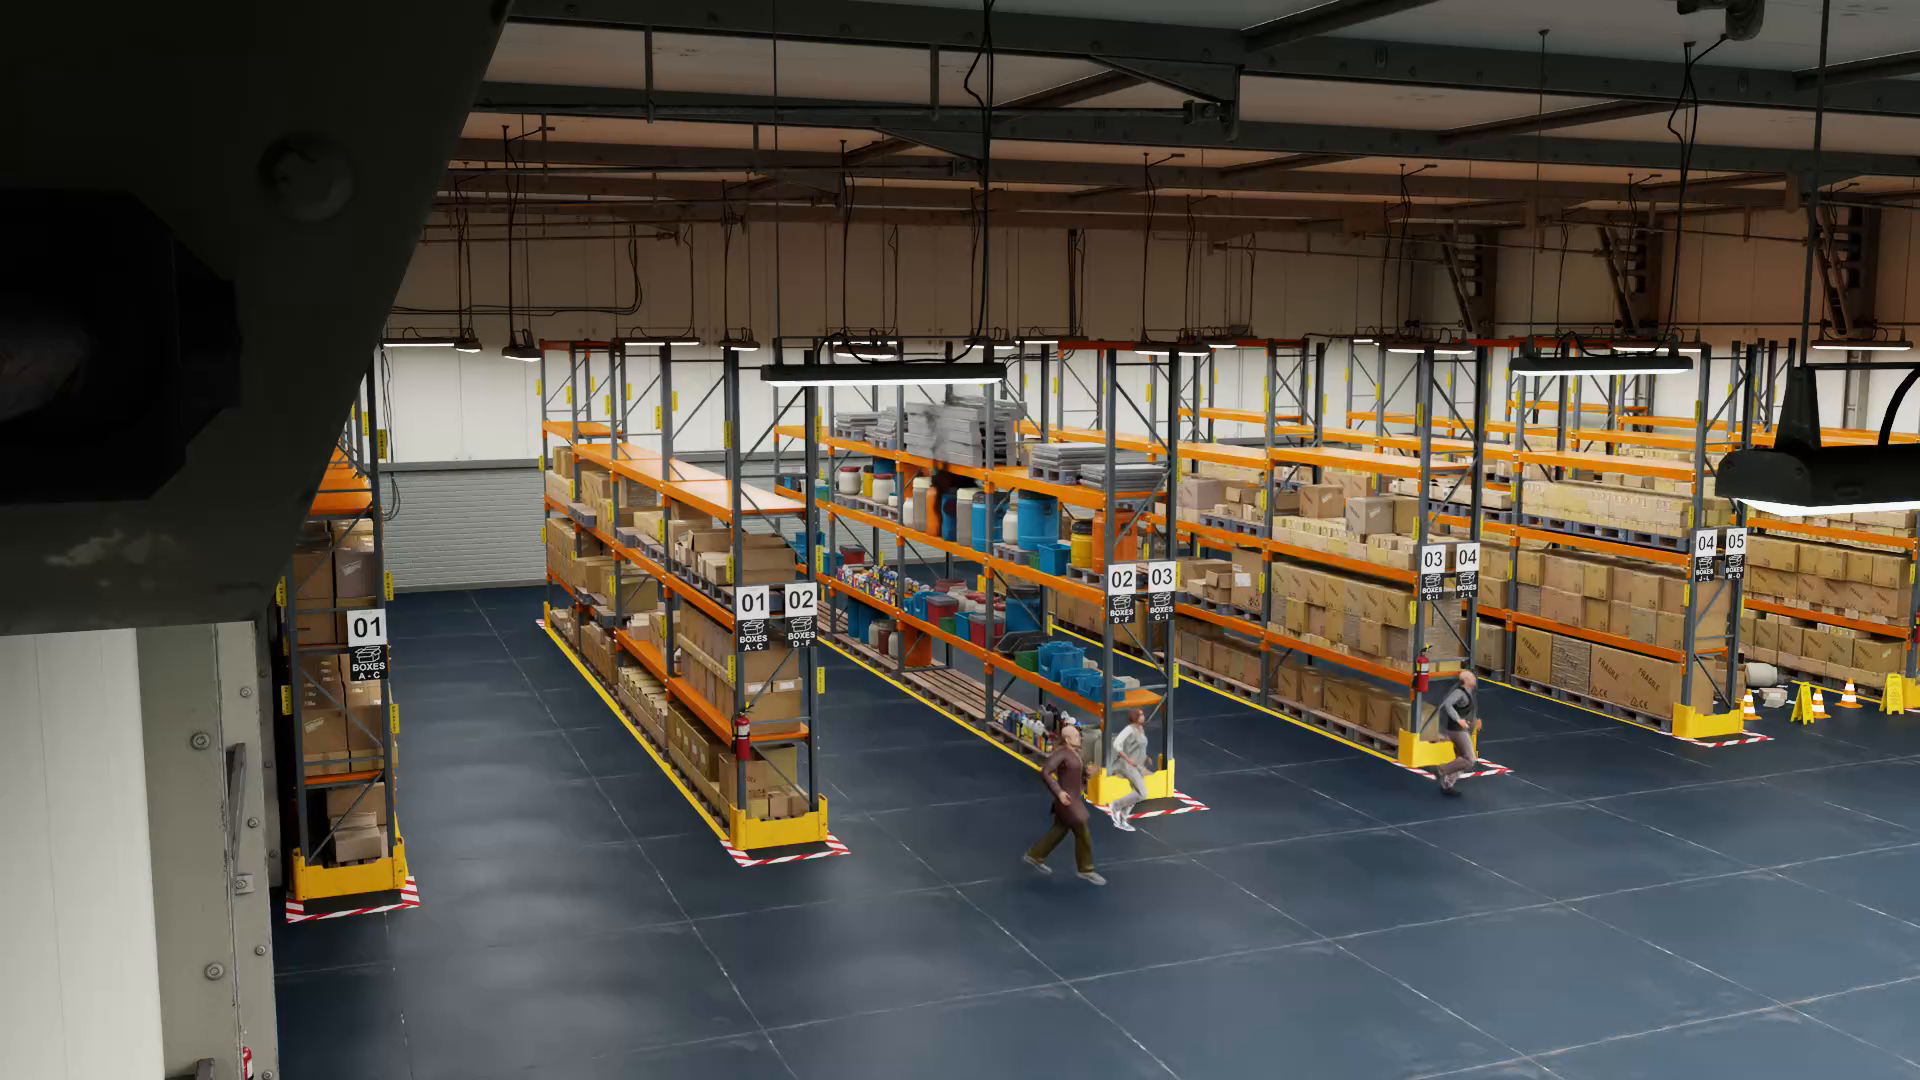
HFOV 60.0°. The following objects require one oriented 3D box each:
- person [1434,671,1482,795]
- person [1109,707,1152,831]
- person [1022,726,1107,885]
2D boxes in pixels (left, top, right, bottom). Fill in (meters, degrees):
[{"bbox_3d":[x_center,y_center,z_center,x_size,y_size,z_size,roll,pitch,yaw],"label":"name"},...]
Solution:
[{"bbox_3d":[6.774,2.595,22.532,0.566,1.635,0.714,4,8,26],"label":"person"},{"bbox_3d":[2.169,2.869,20.880,0.506,1.553,0.535,4,8,26],"label":"person"},{"bbox_3d":[1.200,2.994,18.928,0.975,1.816,0.679,1,7,7],"label":"person"}]
